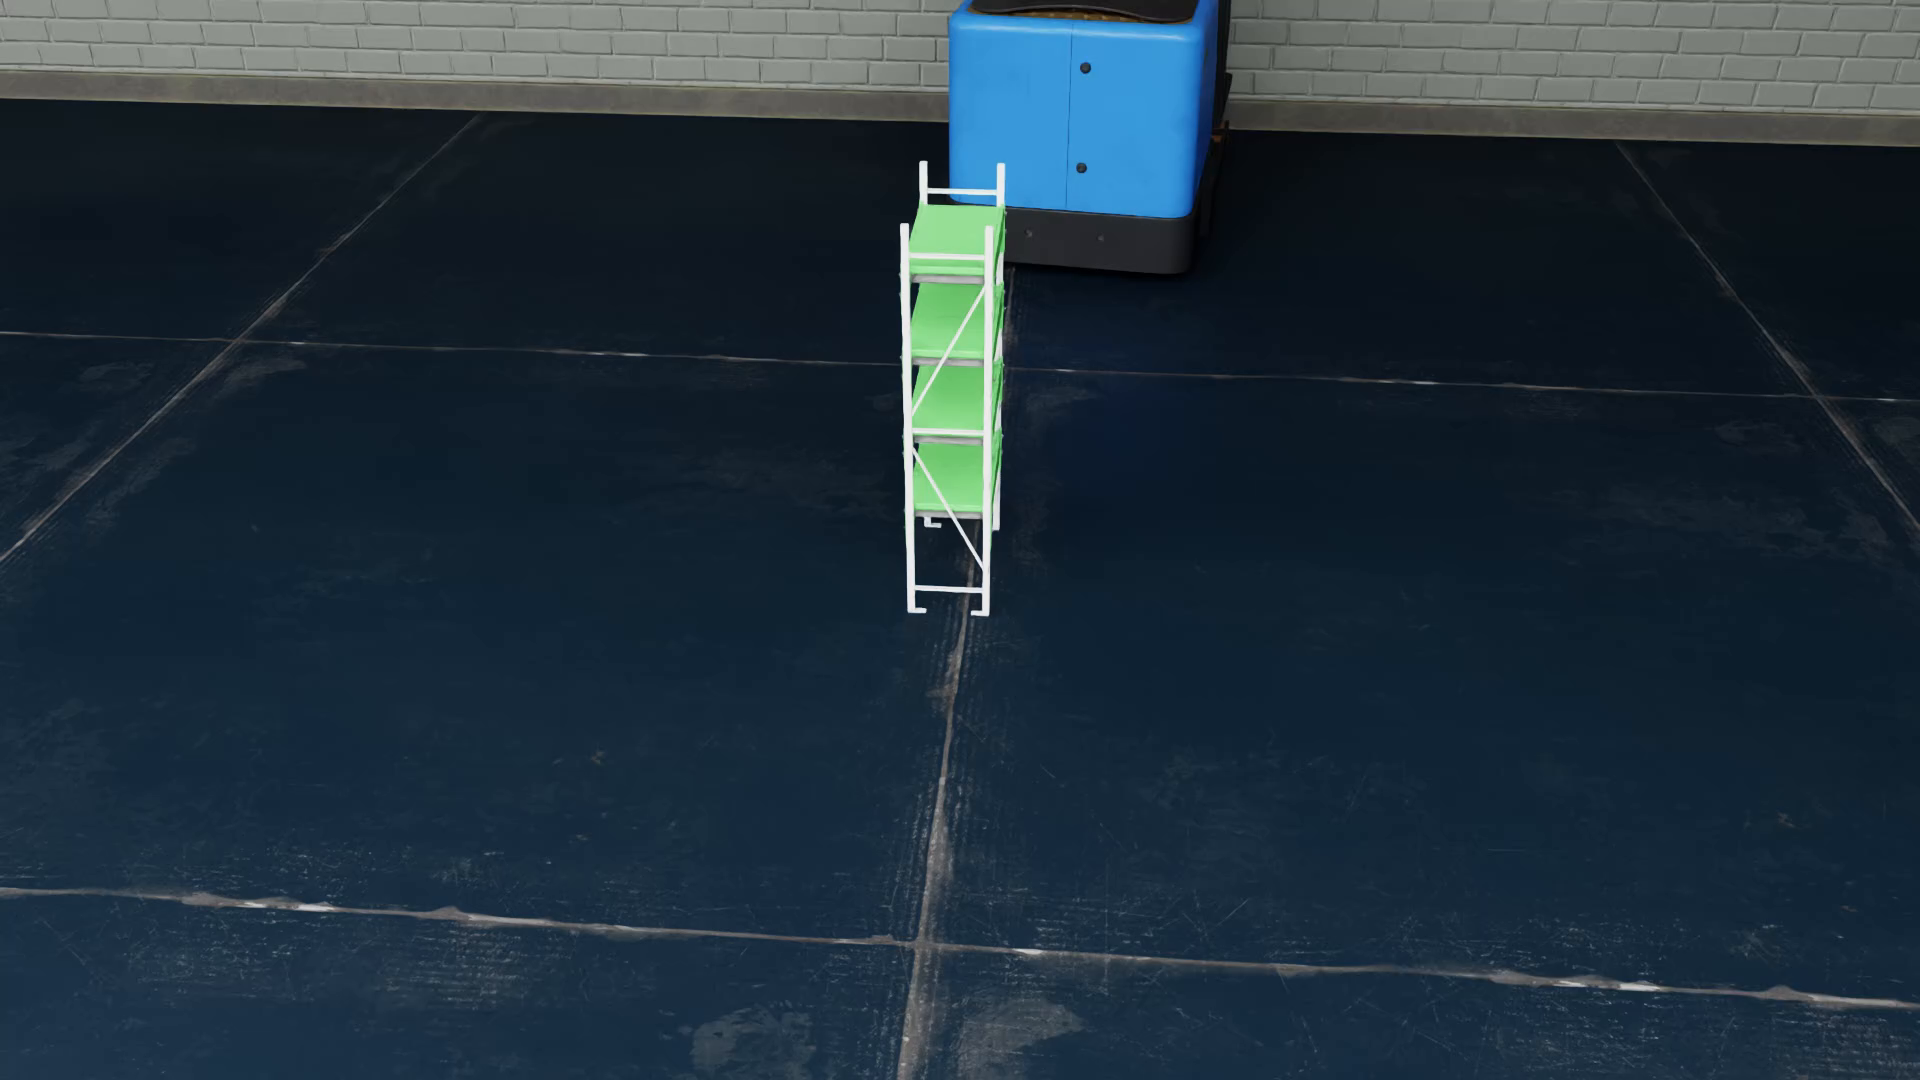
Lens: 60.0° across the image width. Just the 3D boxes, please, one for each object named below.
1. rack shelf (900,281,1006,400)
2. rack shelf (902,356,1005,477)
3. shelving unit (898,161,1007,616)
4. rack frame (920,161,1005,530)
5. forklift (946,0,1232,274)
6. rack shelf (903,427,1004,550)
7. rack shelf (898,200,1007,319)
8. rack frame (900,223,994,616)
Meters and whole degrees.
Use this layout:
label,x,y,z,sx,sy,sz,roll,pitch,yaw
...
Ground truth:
label,x,y,z,sx,sy,sz,roll,pitch,yaw
rack shelf,-0.013,-0.574,4.702,0.258,0.148,0.480,2,32,4
rack shelf,-0.013,-0.370,4.828,0.258,0.148,0.480,2,32,4
shelving unit,-0.013,-0.424,4.795,0.258,1.200,0.503,2,32,4
rack frame,0.006,-0.552,5.002,0.240,1.200,0.015,2,32,4
forklift,0.746,-3.112,7.506,1.130,2.935,3.031,6,32,10
rack shelf,-0.013,-0.166,4.954,0.258,0.148,0.480,2,32,4
rack shelf,-0.013,-0.778,4.576,0.258,0.148,0.480,2,32,4
rack frame,-0.033,-0.297,4.588,0.240,1.200,0.015,2,32,4
